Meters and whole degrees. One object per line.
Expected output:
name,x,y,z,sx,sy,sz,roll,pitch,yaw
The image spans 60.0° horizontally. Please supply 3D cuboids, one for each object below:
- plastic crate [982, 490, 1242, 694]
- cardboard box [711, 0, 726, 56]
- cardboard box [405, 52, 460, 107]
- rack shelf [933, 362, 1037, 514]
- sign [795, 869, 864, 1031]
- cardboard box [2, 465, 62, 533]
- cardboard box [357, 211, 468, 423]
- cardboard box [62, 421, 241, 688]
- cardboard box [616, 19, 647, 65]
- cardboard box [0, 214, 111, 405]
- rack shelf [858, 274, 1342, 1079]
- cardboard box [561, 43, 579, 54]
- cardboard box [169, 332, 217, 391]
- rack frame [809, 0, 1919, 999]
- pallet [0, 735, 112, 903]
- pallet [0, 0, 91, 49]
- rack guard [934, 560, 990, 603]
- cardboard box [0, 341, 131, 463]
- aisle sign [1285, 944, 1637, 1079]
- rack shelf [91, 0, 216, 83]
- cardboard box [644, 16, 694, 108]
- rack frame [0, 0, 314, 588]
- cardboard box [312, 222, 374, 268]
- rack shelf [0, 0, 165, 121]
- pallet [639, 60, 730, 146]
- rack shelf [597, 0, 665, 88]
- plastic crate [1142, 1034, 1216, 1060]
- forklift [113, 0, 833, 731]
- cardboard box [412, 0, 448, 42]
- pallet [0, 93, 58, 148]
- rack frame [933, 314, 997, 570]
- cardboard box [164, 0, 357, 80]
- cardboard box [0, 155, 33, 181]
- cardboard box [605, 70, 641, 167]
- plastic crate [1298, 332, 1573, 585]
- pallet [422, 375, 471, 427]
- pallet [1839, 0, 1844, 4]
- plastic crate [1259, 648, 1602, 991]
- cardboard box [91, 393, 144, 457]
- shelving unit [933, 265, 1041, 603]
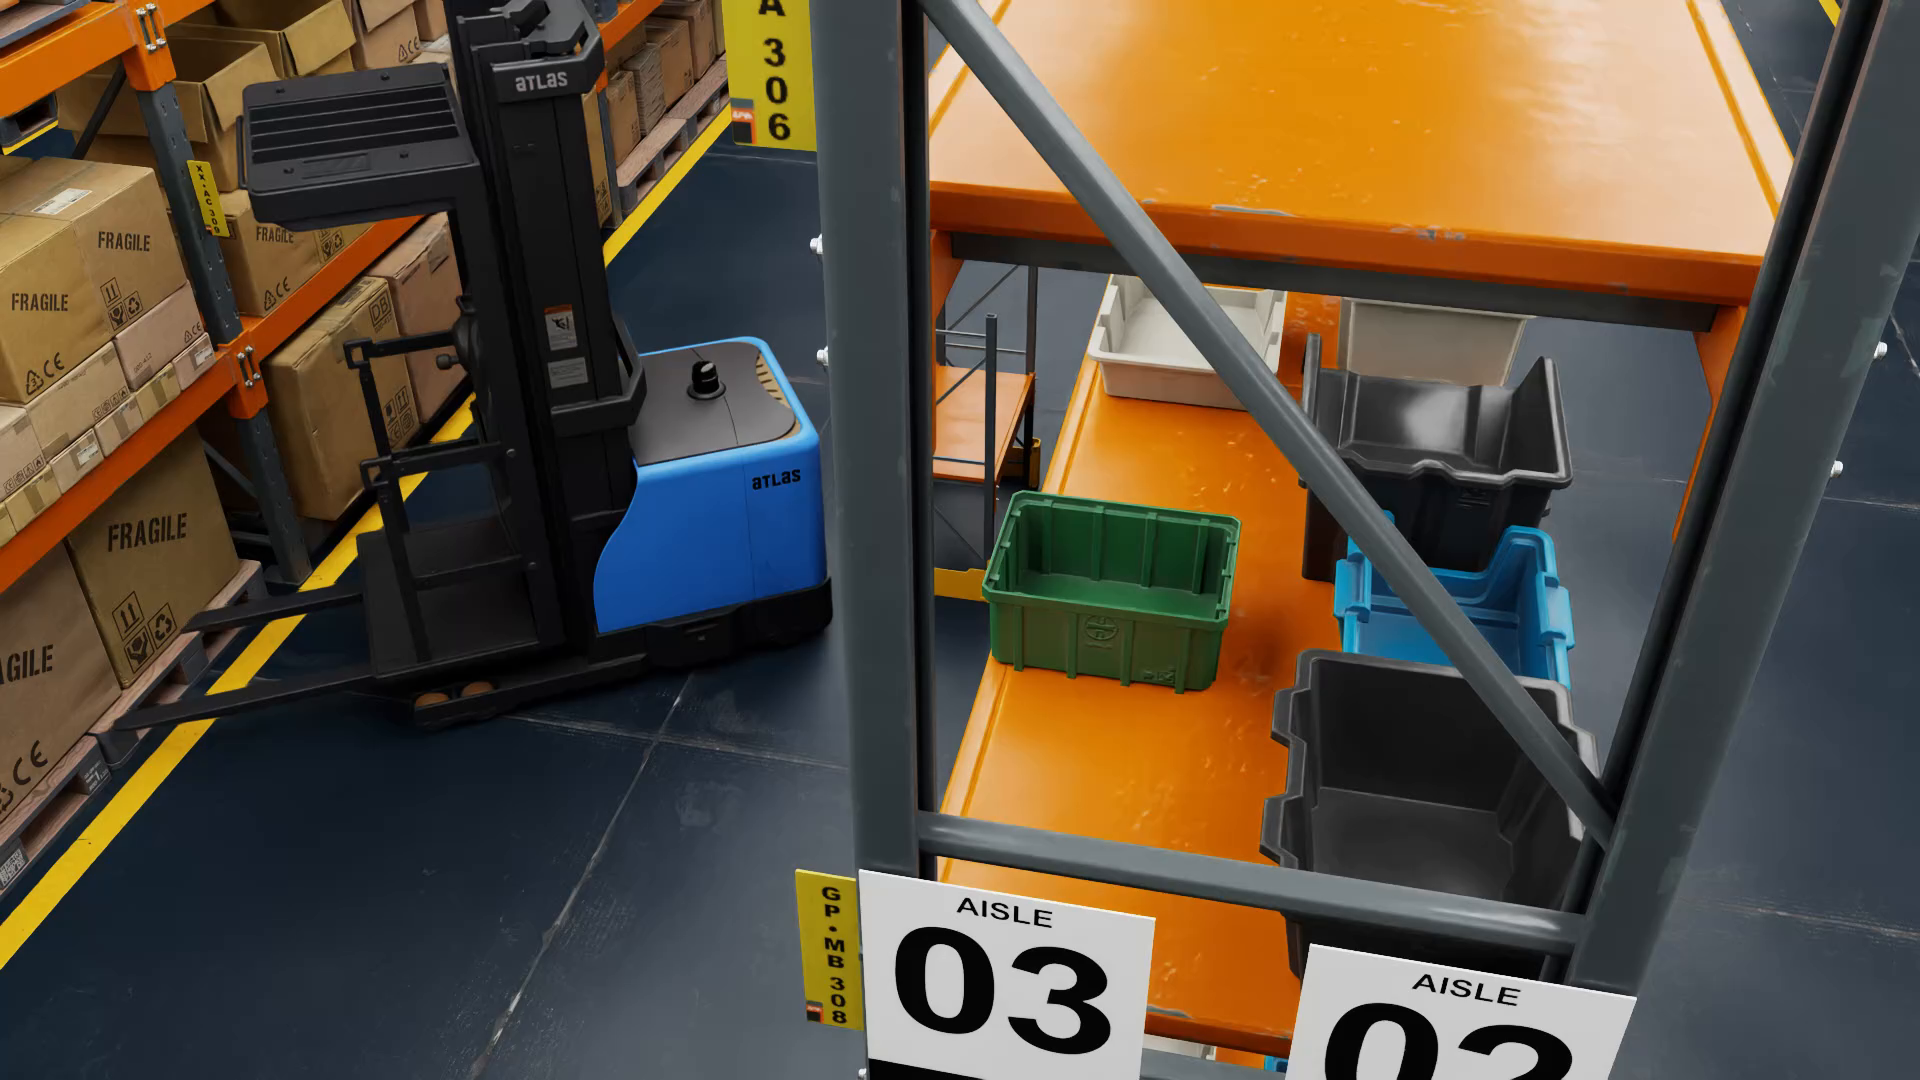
plastic crate,0.292,0.099,3.181,0.450,0.188,0.336,7,37,10
cardboard box,-2.188,-4.217,13.267,0.700,0.500,0.500,7,37,10
cardboard box,-2.963,-2.230,8.685,0.500,0.500,0.500,8,37,11
rack shelf,0.018,-0.511,7.983,0.538,0.185,1.000,7,37,10
sign,-0.181,0.597,2.403,0.100,0.325,0.005,7,37,10
cardboard box,-3.589,-0.177,6.152,0.380,0.149,0.250,8,37,11
cardboard box,-3.317,-1.276,8.908,1.225,0.875,0.875,6,36,8
cardboard box,-3.843,-0.026,7.183,0.875,0.875,0.875,7,37,10
cardboard box,-2.553,-3.541,11.696,0.500,0.250,0.500,11,37,15
cardboard box,-3.572,-0.864,6.122,0.500,0.500,0.500,8,37,10
rack shelf,0.787,-0.241,4.083,1.077,0.370,4.000,7,37,10
cardboard box,-2.633,-3.104,9.892,0.500,0.500,0.500,8,37,11
cardboard box,-3.369,-0.767,6.967,0.380,0.149,0.250,8,37,10
rack frame,0.360,-0.600,1.409,1.000,3.000,0.127,7,37,10
pallet,-4.121,1.172,6.453,1.003,0.211,1.213,7,37,10
pallet,-3.809,-1.796,5.691,1.003,0.211,1.213,7,37,10
rack guard,-0.090,0.141,7.843,0.587,0.250,0.087,7,37,10
cardboard box,-3.570,-0.561,6.343,0.500,0.250,0.500,8,37,11
aisle sign,0.635,0.855,2.299,0.394,0.787,0.004,7,37,10
rack shelf,-3.197,-3.155,8.104,1.077,0.370,4.000,7,37,10
cardboard box,-2.426,-3.576,12.383,0.700,0.500,0.500,10,37,14
rack frame,-3.624,-1.085,7.191,1.000,3.000,0.127,7,37,10
cardboard box,-3.175,-1.646,7.880,0.500,0.500,0.500,7,37,10
rack shelf,-4.051,-0.861,4.939,1.077,0.370,4.000,7,37,10
pallet,-2.339,-3.394,12.753,1.003,0.211,1.213,7,37,10
rack shelf,-2.343,-4.233,12.148,1.077,0.370,4.000,7,37,10
plastic crate,0.434,1.257,4.133,0.396,0.136,0.243,7,37,10
forklift,-2.157,-0.721,6.747,3.031,2.935,1.130,-12,38,-16
cardboard box,-3.084,-3.034,8.940,0.797,0.503,0.637,8,37,11
pallet,-7.352,-3.371,12.721,1.003,0.211,1.213,7,37,10
rack frame,-0.090,-0.365,7.475,0.500,1.500,0.032,7,37,10
cardboard box,-3.338,-2.291,7.914,0.797,0.503,0.637,8,37,10
cardboard box,-3.976,-1.206,6.593,0.500,0.500,0.500,7,37,10
cardboard box,-2.646,-2.931,11.493,0.700,0.500,0.500,5,36,8
plastic crate,0.955,-0.202,3.469,0.504,0.338,0.767,7,37,10
pallet,-3.274,-1.109,9.600,1.003,0.211,1.213,7,37,10
pallet,8.494,-5.148,15.173,1.003,0.211,1.213,7,37,10
plastic crate,0.715,0.482,2.584,0.497,0.269,0.590,7,37,10
cardboard box,-3.479,-0.472,6.560,0.380,0.149,0.250,7,36,9
shelving unit,0.016,-0.651,7.870,0.587,1.500,1.083,7,37,10
